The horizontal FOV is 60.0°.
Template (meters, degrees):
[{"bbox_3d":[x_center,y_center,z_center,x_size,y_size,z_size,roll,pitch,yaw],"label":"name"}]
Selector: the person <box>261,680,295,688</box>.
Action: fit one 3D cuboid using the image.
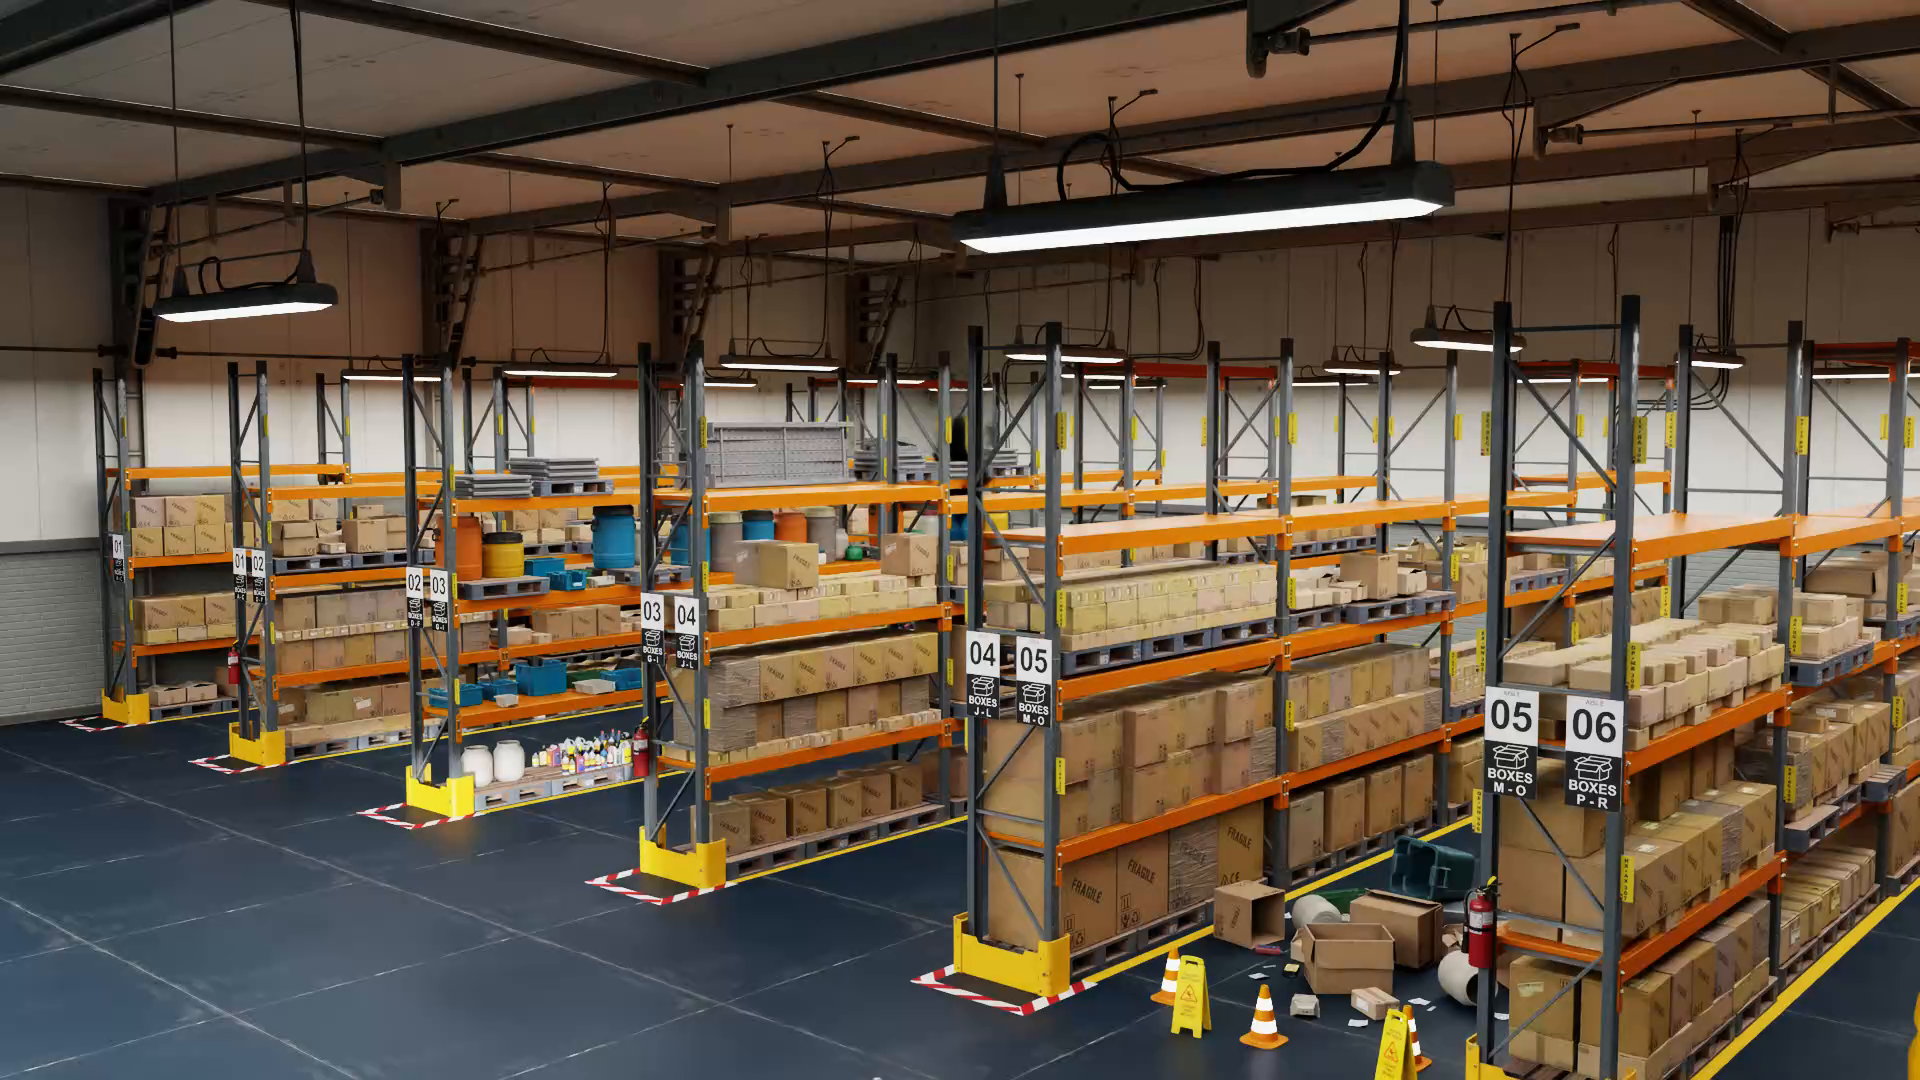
[{"bbox_3d":[-11.010,2.306,27.293,0.689,1.715,0.653,3,5,34],"label":"person"}]
